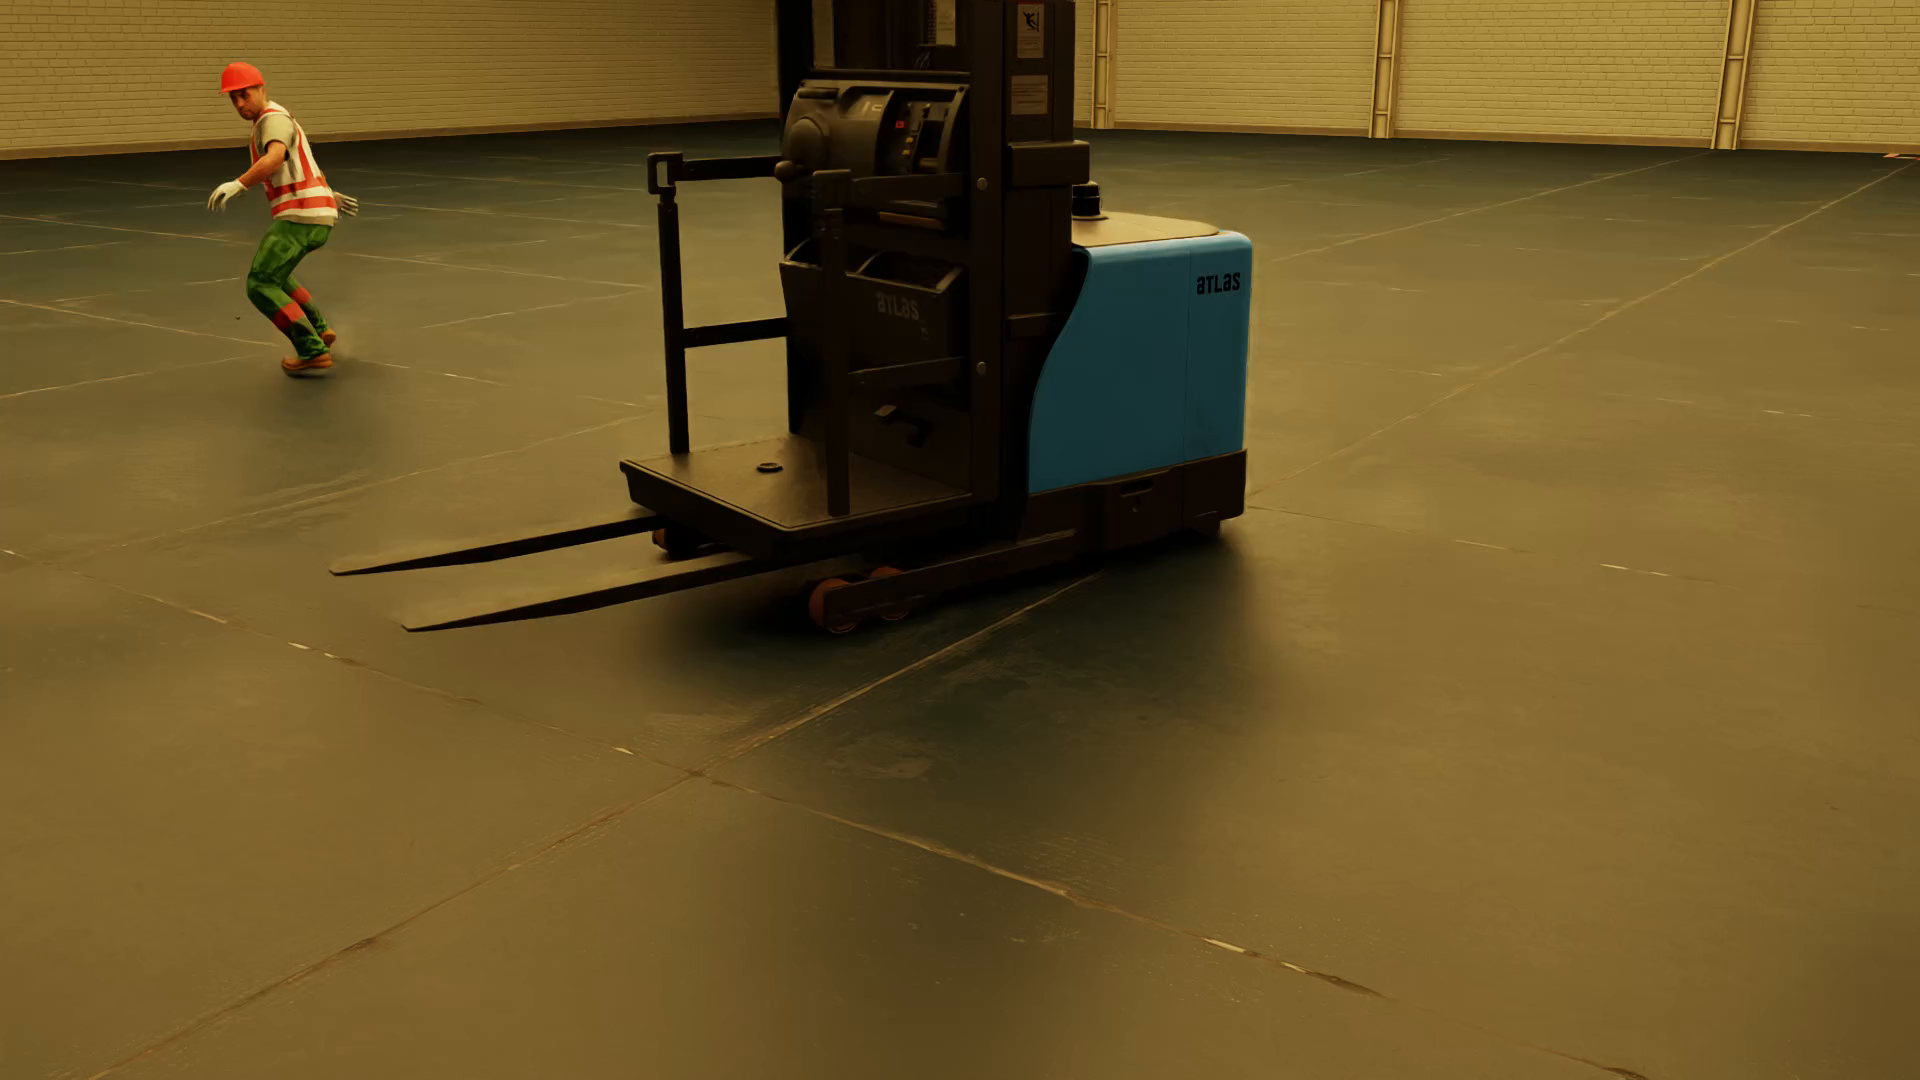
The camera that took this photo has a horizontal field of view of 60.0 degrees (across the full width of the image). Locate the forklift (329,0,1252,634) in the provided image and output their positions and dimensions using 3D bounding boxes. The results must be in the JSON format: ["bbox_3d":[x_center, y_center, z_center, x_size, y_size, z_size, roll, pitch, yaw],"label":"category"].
[{"bbox_3d":[-0.450,-1.292,5.152,3.031,2.935,1.130,-12,21,-36],"label":"forklift"}]

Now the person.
[{"bbox_3d":[-3.619,-1.697,8.973,0.574,1.698,1.067,-3,17,-9],"label":"person"}]
